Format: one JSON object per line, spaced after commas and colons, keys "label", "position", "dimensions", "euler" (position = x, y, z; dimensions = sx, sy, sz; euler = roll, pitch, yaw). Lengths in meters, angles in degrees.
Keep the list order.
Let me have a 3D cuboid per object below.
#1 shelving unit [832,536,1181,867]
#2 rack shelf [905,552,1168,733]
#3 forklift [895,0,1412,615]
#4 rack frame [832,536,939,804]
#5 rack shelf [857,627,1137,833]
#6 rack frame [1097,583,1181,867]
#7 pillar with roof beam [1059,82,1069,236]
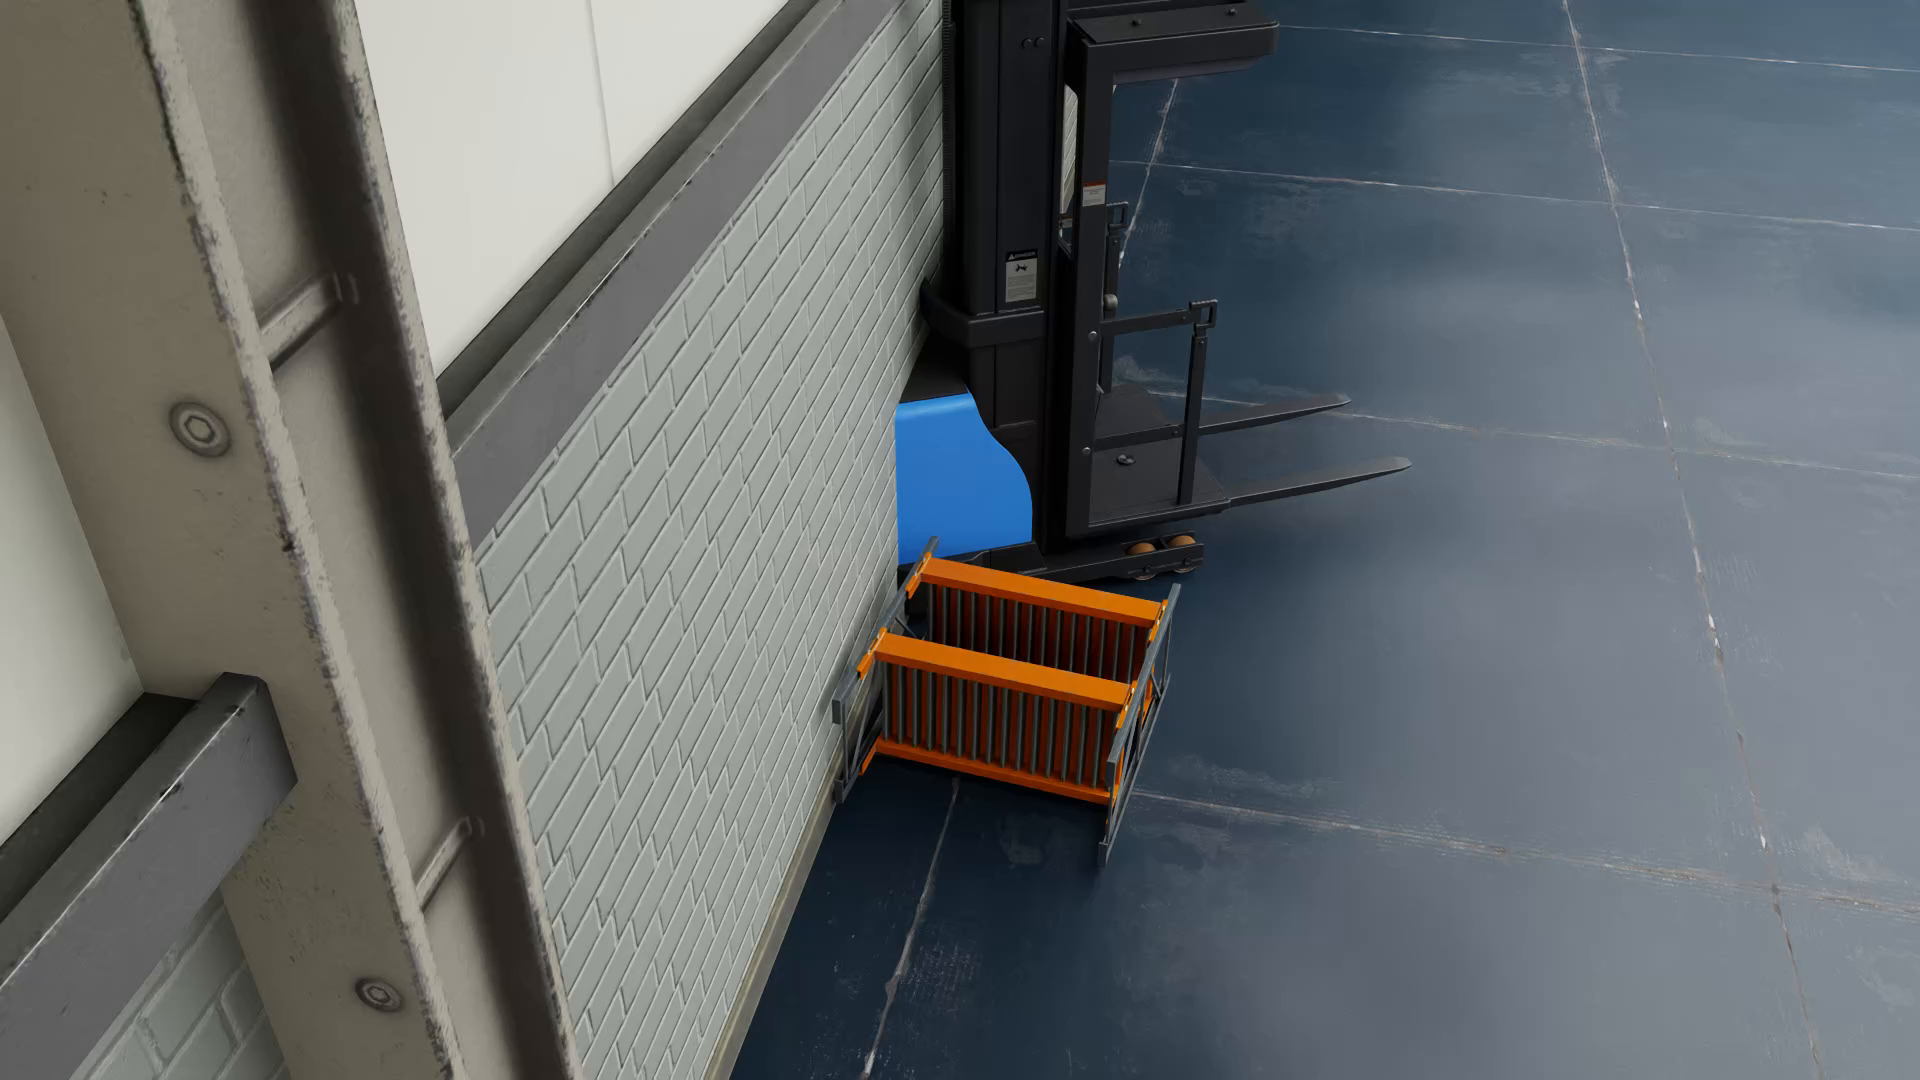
{"label": "shelving unit", "position": [0.204, 0.583, 6.449], "dimensions": [1.048, 0.538, 1.125], "euler": [11, 35, 14]}
{"label": "rack shelf", "position": [0.294, 0.428, 6.681], "dimensions": [1.000, 0.538, 0.278], "euler": [11, 35, 14]}
{"label": "forklift", "position": [0.596, -1.293, 7.036], "dimensions": [3.031, 2.935, 1.130], "euler": [-10, 37, -14]}
{"label": "rack frame", "position": [-0.280, 0.487, 6.573], "dimensions": [0.032, 0.500, 1.125], "euler": [11, 35, 14]}
{"label": "rack shelf", "position": [0.129, 0.712, 6.256], "dimensions": [1.000, 0.538, 0.278], "euler": [11, 35, 14]}
{"label": "rack frame", "position": [0.688, 0.678, 6.326], "dimensions": [0.032, 0.500, 1.125], "euler": [11, 35, 14]}
{"label": "pillar with roof beam", "position": [4.551, -3.972, 5.562], "dimensions": [9.100, 9.000, 0.400], "euler": [7, 37, 10]}
